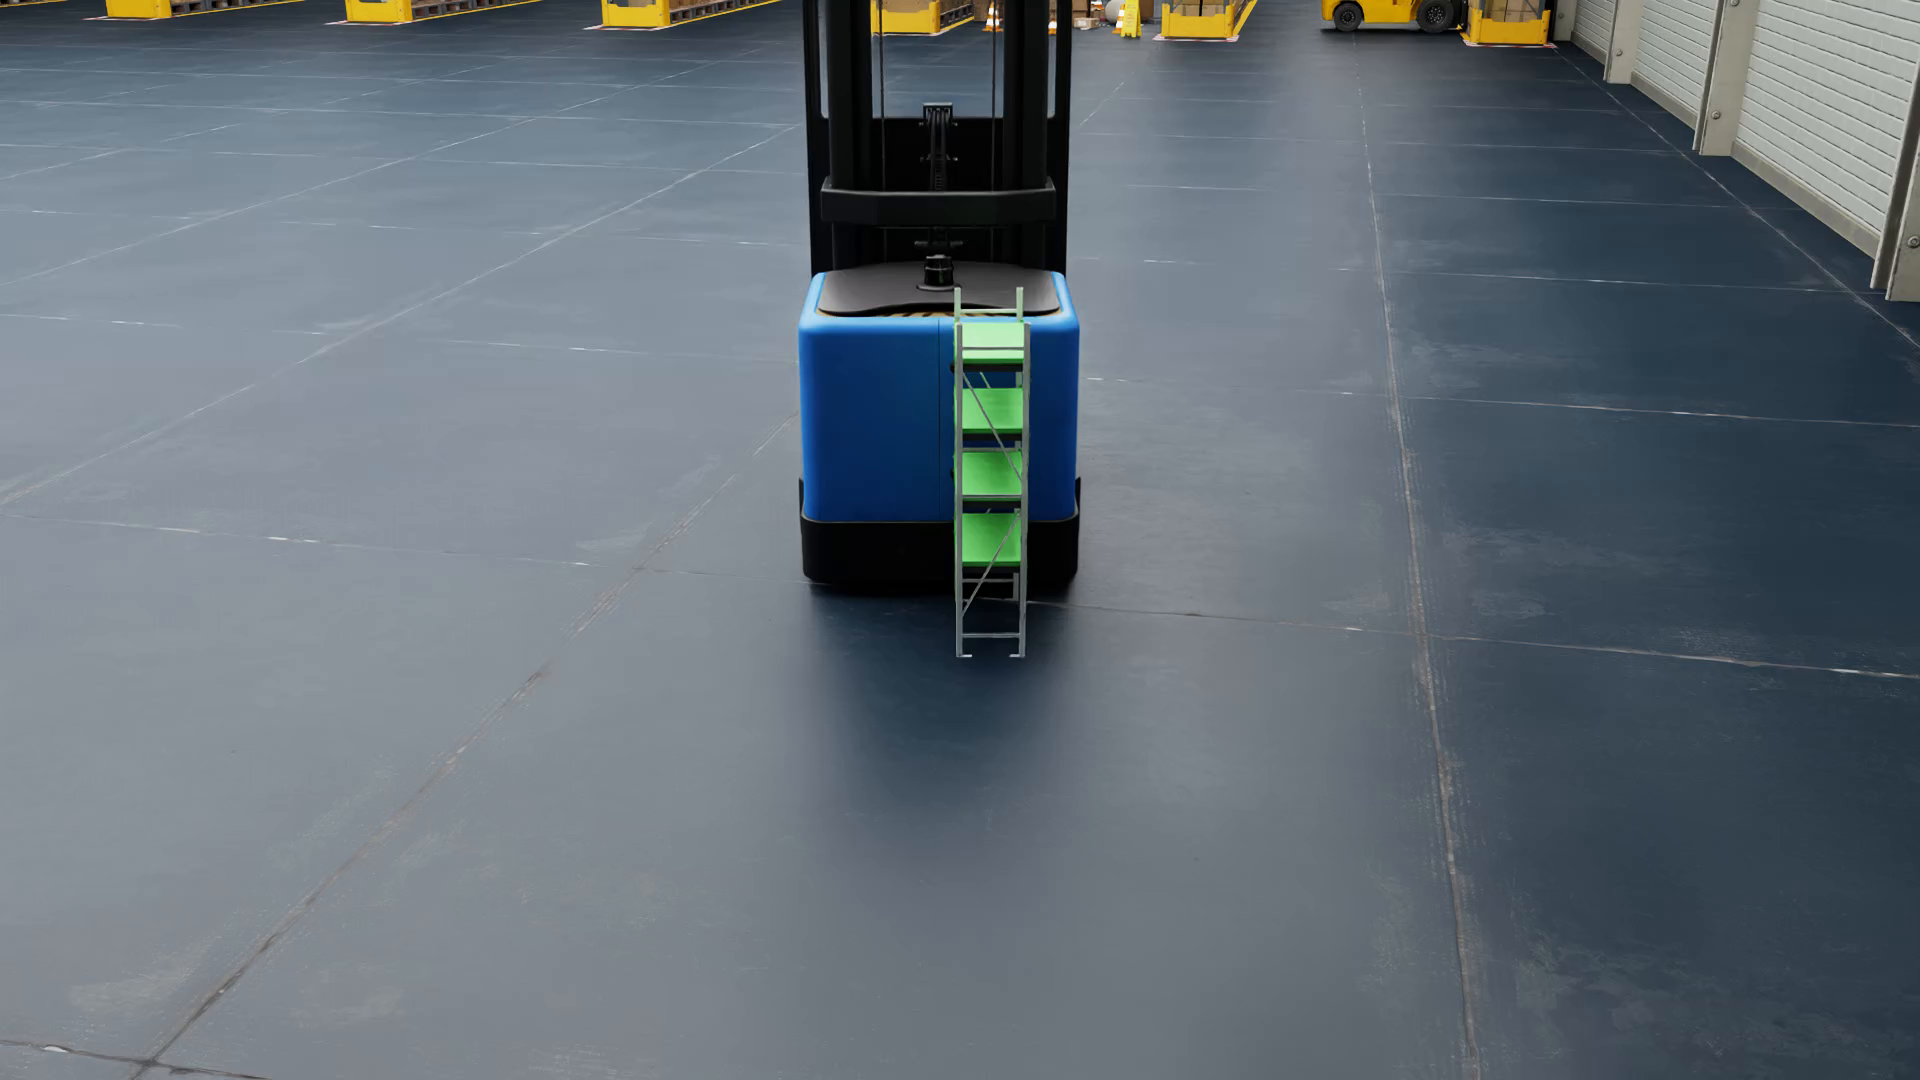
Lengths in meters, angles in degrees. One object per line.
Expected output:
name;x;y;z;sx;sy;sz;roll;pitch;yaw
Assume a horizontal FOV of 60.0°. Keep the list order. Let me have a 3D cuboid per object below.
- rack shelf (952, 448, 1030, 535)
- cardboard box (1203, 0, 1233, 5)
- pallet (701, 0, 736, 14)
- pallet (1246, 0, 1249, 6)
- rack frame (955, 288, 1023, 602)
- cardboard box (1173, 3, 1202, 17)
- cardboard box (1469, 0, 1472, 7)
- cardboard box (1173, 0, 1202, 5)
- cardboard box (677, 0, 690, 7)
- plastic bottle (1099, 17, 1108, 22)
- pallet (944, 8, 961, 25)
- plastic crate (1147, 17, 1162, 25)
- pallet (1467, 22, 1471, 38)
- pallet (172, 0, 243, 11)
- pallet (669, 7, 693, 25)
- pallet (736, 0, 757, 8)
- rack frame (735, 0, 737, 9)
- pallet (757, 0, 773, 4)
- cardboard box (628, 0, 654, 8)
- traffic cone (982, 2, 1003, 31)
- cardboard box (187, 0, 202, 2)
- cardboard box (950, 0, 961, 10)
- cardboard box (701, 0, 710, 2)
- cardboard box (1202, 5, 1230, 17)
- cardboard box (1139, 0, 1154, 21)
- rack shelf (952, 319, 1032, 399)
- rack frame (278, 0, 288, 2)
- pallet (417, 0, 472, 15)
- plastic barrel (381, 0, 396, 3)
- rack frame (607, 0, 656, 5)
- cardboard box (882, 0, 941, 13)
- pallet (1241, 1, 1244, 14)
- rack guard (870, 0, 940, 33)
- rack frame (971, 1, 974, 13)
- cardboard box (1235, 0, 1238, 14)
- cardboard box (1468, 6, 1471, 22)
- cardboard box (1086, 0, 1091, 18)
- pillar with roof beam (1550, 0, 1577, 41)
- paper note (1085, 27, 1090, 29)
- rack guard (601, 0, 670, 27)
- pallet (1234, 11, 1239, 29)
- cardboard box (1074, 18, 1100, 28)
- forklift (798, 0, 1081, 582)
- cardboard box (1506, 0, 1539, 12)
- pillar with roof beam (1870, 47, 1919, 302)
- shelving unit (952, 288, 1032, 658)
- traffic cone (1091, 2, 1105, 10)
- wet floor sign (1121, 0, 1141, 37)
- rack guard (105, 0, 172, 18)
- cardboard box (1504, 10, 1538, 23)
rack shelf;0.105;-0.177;5.858;0.258;0.148;0.480;0;22;-1
cardboard box;4.374;-9.314;28.080;0.500;0.500;0.500;4;22;9
pallet;-5.054;-10.441;32.496;1.003;0.211;1.213;4;22;11
pallet;5.406;-11.111;34.160;1.003;0.211;1.213;4;22;11
rack frame;0.101;-0.327;6.060;0.240;1.200;0.015;0;22;-1
cardboard box;3.840;-9.009;28.325;0.500;0.250;0.500;4;22;11
cardboard box;8.700;-8.923;27.444;0.500;0.250;0.500;4;22;10
cardboard box;3.842;-9.345;28.155;0.500;0.500;0.500;5;22;11
cardboard box;-5.389;-10.231;31.026;0.500;0.500;0.500;7;23;16
plastic bottle;2.651;-9.535;30.448;0.133;0.061;0.283;8;23;20
pallet;-0.595;-9.555;30.295;1.003;0.211;1.213;4;22;11
plastic crate;3.627;-9.361;29.991;0.402;0.080;0.583;-3;22;-8
pallet;8.909;-8.377;27.370;1.003;0.211;1.213;4;22;11
pallet;-15.098;-10.711;33.165;1.003;0.211;1.213;4;22;11
pallet;-5.552;-9.549;30.280;1.003;0.211;1.213;4;22;11
pallet;-4.794;-10.974;33.820;1.003;0.211;1.213;4;22;11
rack frame;-4.951;-11.983;32.591;1.000;3.000;0.127;4;22;11
pallet;-4.547;-11.422;34.931;1.003;0.211;1.213;4;22;11
cardboard box;-5.624;-9.782;29.911;0.500;0.500;0.500;9;24;21
traffic cone;0.566;-9.014;28.616;0.336;0.463;0.334;4;22;11
cardboard box;-15.039;-10.558;32.172;0.500;0.250;0.500;4;22;11
cardboard box;-0.493;-10.222;30.502;0.875;0.875;0.875;5;22;11
cardboard box;-5.181;-10.665;32.103;0.500;0.500;0.500;12;25;28
cardboard box;4.369;-8.958;28.199;0.500;0.250;0.500;4;22;10
cardboard box;3.200;-9.781;30.467;0.500;0.500;0.500;-16;27;-35
rack shelf;0.105;-0.622;5.679;0.258;0.148;0.480;0;22;-1
rack frame;-14.648;-12.739;34.470;1.000;3.000;0.127;4;22;11
pallet;-10.225;-10.377;32.337;1.003;0.211;1.213;4;22;11
plastic barrel;-10.557;-10.185;30.895;0.421;0.512;0.421;0;22;0
rack frame;-5.767;-10.520;28.959;1.000;3.000;0.127;4;22;11
cardboard box;-0.859;-9.567;28.875;0.875;0.875;0.875;5;22;11
pallet;4.908;-10.219;31.944;1.003;0.211;1.213;4;22;11
rack guard;-0.937;-8.937;28.374;1.175;0.500;0.348;4;22;11
rack frame;-0.116;-11.568;31.561;1.000;3.000;0.127;4;22;11
cardboard box;4.580;-9.344;29.159;0.500;0.250;0.500;6;23;15
cardboard box;8.691;-8.684;27.519;0.500;0.250;0.500;4;22;11
cardboard box;1.997;-9.847;30.449;0.797;0.637;0.503;4;22;11
pillar with roof beam;5.604;-12.684;26.303;9.100;9.000;0.400;4;22;11
paper note;2.178;-8.885;28.873;0.148;0.019;0.142;-3;22;-8
rack guard;-5.752;-9.388;29.495;1.175;0.500;0.348;4;22;11
pallet;4.401;-9.238;29.509;1.003;0.211;1.213;4;22;11
cardboard box;2.224;-9.075;29.188;0.380;0.149;0.250;18;28;38
forklift;-0.095;-1.703;7.159;1.130;2.935;3.031;0;22;-1
cardboard box;9.093;-8.695;26.877;0.500;0.250;0.500;5;22;12
pillar with roof beam;1.931;-6.101;9.958;9.100;9.000;0.400;4;22;11
shelving unit;0.105;-0.236;5.834;0.258;1.200;0.503;0;22;-1
traffic cone;2.713;-10.793;33.033;0.336;0.463;0.334;4;22;11
wet floor sign;2.848;-8.684;27.553;0.267;0.644;0.232;13;25;29
rack guard;-15.469;-10.108;31.283;1.175;0.500;0.348;4;22;11
cardboard box;9.086;-8.471;26.991;0.500;0.250;0.500;5;22;11
